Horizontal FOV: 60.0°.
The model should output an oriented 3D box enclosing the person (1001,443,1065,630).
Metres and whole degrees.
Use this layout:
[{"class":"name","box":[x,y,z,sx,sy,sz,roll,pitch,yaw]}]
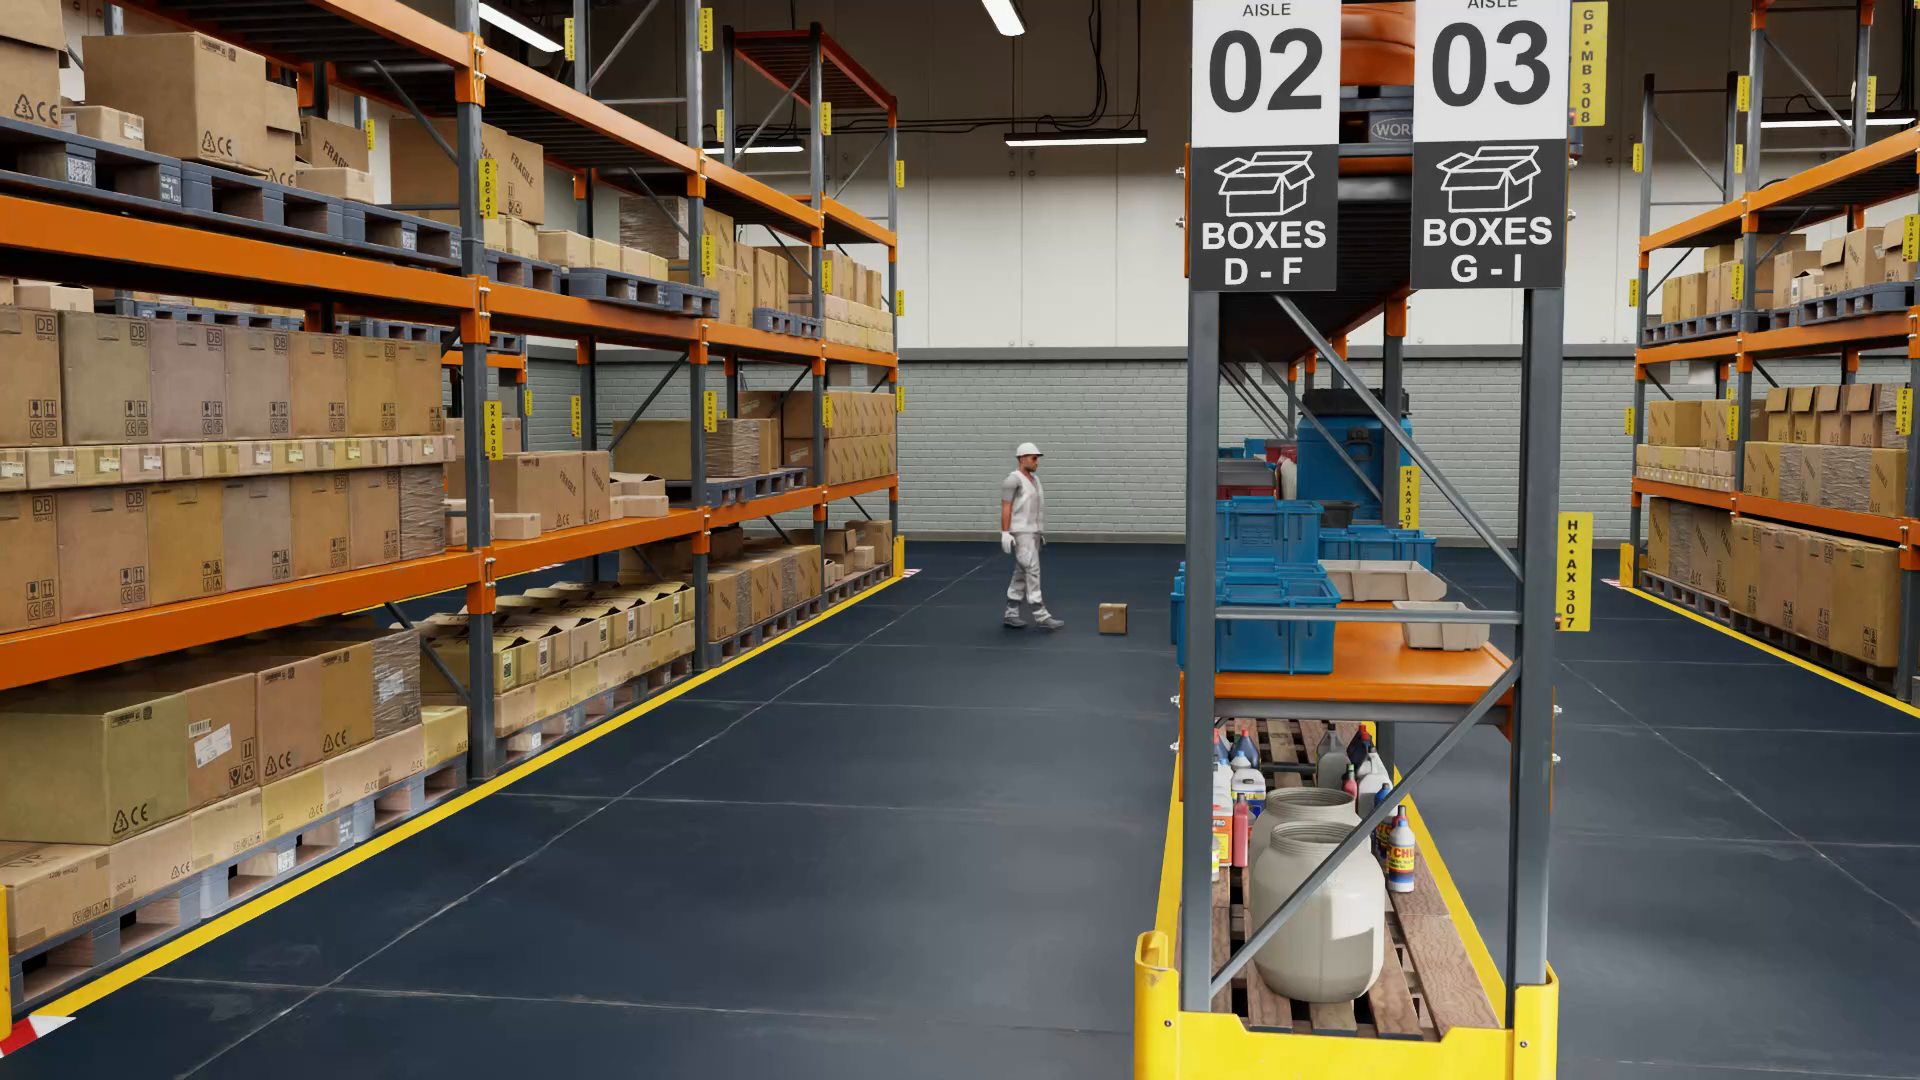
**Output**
[{"class":"person","box":[0.732,-0.041,15.870,0.758,1.767,0.583,3,5,34]}]
